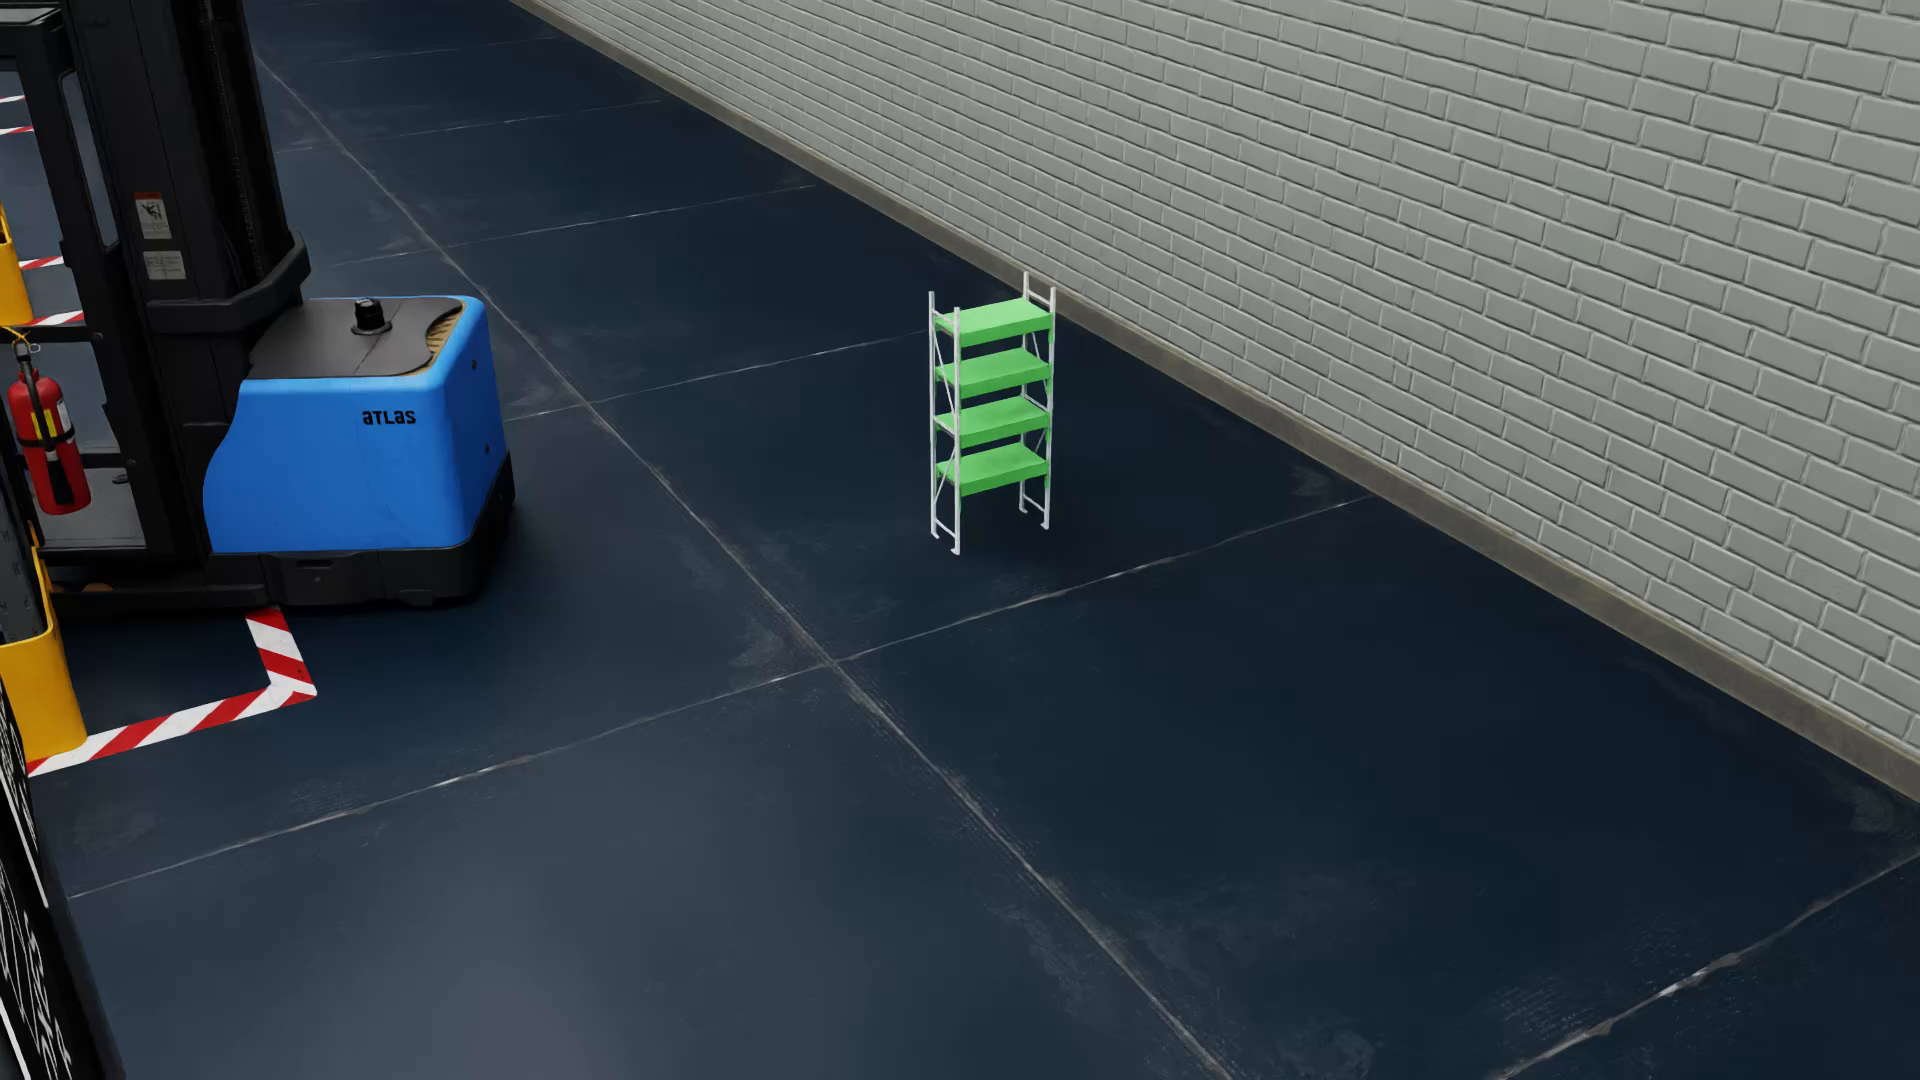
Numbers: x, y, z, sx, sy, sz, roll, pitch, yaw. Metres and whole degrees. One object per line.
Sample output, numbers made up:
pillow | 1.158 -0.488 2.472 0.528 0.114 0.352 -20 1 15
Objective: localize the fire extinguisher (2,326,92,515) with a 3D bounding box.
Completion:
fire extinguisher | -3.245 -0.423 5.877 0.183 0.674 0.296 -16 33 -26

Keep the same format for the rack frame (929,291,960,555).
rack frame | -0.068 -0.506 7.425 0.015 1.200 0.240 -16 33 -26

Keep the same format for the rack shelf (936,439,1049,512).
rack shelf | 0.143 -0.300 7.680 0.480 0.148 0.258 -16 33 -26

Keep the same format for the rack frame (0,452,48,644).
rack frame | -3.696 -0.750 6.005 0.127 3.000 1.000 -16 33 -26

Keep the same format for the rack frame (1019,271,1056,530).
rack frame | 0.353 -0.626 7.642 0.015 1.200 0.240 -16 33 -26

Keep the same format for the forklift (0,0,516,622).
forklift | -3.625 -1.190 6.873 3.031 2.935 1.130 -1 29 -3

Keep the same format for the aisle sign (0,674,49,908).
aisle sign | -1.185 0.010 1.936 0.004 0.787 0.394 -16 33 -26

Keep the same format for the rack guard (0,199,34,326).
rack guard | -6.100 -1.753 10.409 0.348 0.500 1.175 -16 33 -26

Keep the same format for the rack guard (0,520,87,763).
rack guard | -3.761 0.363 6.575 0.348 0.500 1.175 -16 33 -26

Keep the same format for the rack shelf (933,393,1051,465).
rack shelf | 0.143 -0.510 7.564 0.480 0.148 0.258 -16 33 -26

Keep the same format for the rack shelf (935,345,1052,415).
rack shelf | 0.143 -0.720 7.448 0.480 0.148 0.258 -16 33 -26

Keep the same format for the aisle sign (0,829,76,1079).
aisle sign | -0.882 0.260 1.483 0.004 0.787 0.394 -16 33 -26

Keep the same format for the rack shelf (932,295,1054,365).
rack shelf | 0.143 -0.930 7.332 0.480 0.148 0.258 -16 33 -26

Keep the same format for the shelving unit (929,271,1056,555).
shelving unit | 0.143 -0.566 7.534 0.503 1.200 0.258 -16 33 -26
